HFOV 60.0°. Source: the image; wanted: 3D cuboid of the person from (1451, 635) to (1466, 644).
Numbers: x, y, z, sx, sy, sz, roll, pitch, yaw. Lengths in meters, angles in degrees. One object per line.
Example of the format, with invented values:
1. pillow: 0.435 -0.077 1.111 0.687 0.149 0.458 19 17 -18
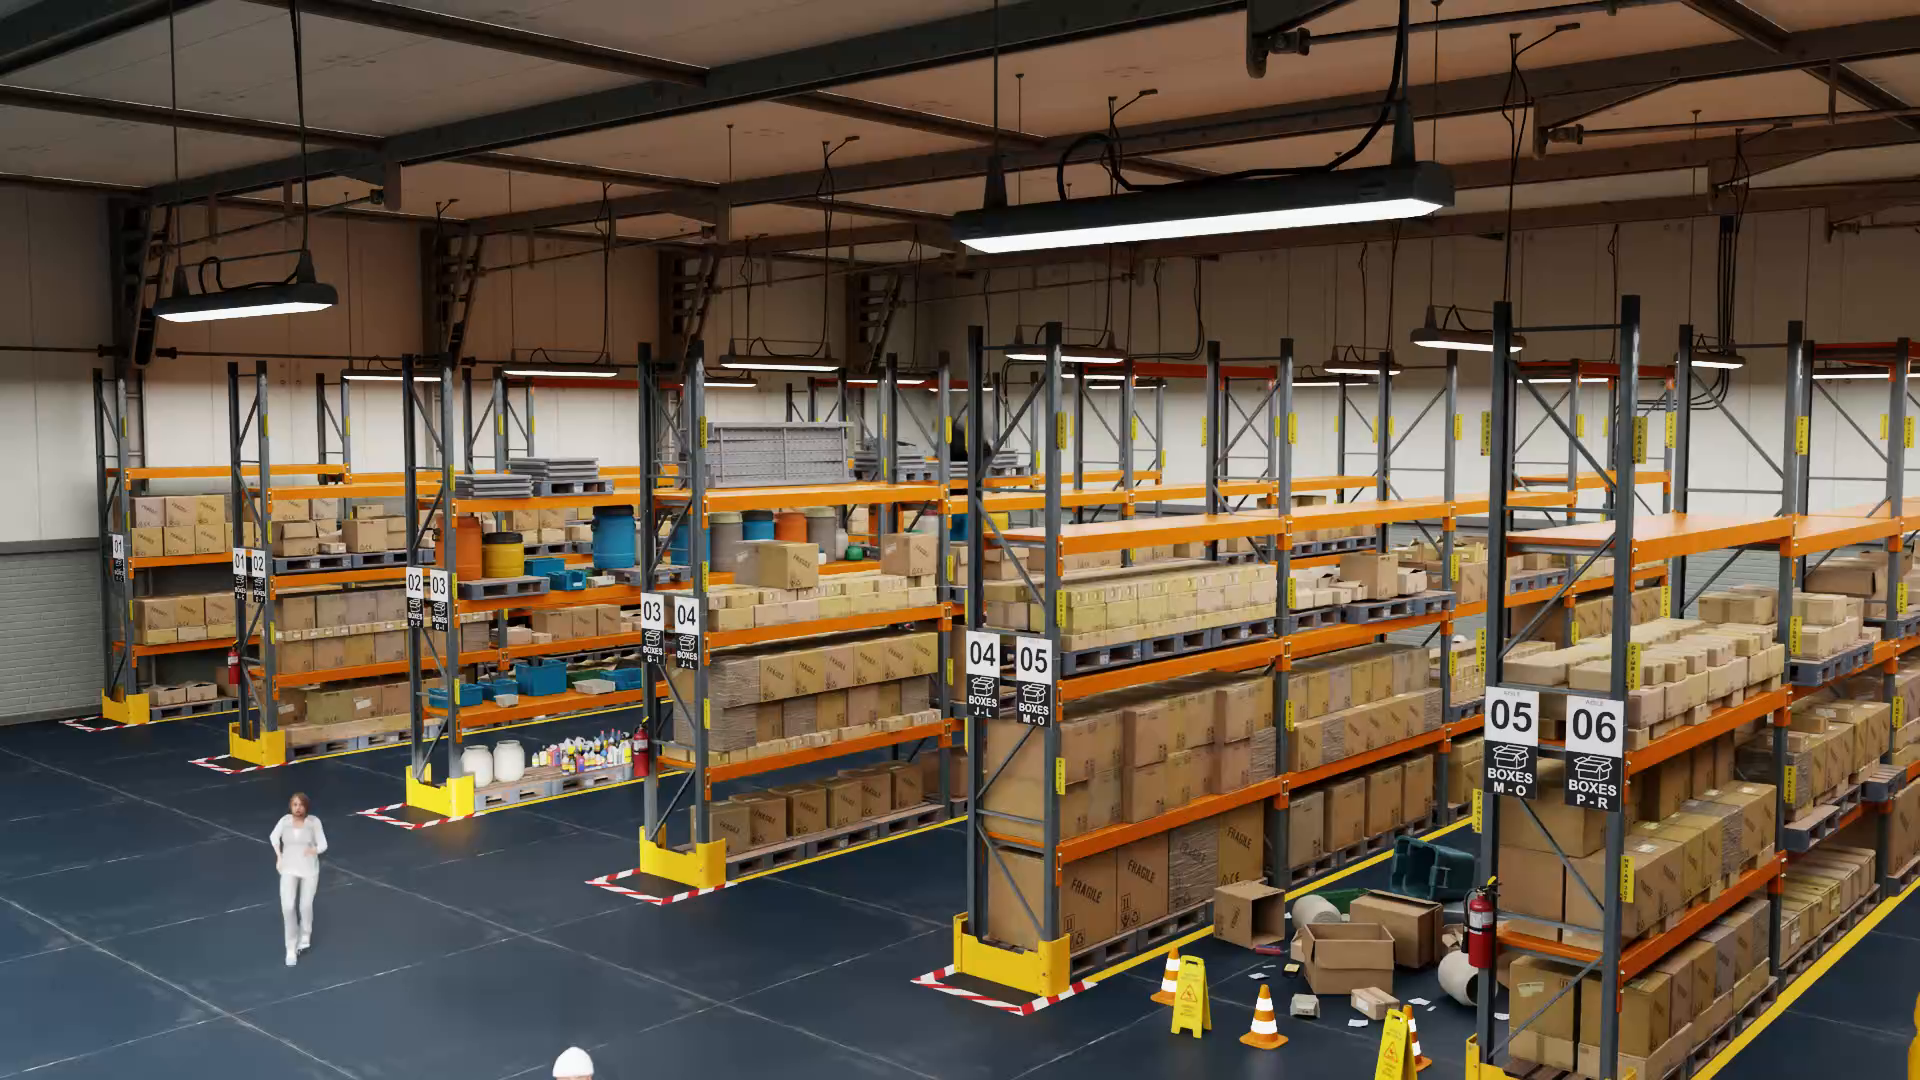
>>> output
1. person: 7.891 2.360 26.455 0.734 1.721 0.536 4 6 45

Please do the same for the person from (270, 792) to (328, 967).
1. person: -6.300 3.206 15.837 0.496 1.636 0.709 -1 4 -19

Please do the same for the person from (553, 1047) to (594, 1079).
1. person: -2.100 3.625 8.985 0.632 1.747 0.664 -1 4 -16
